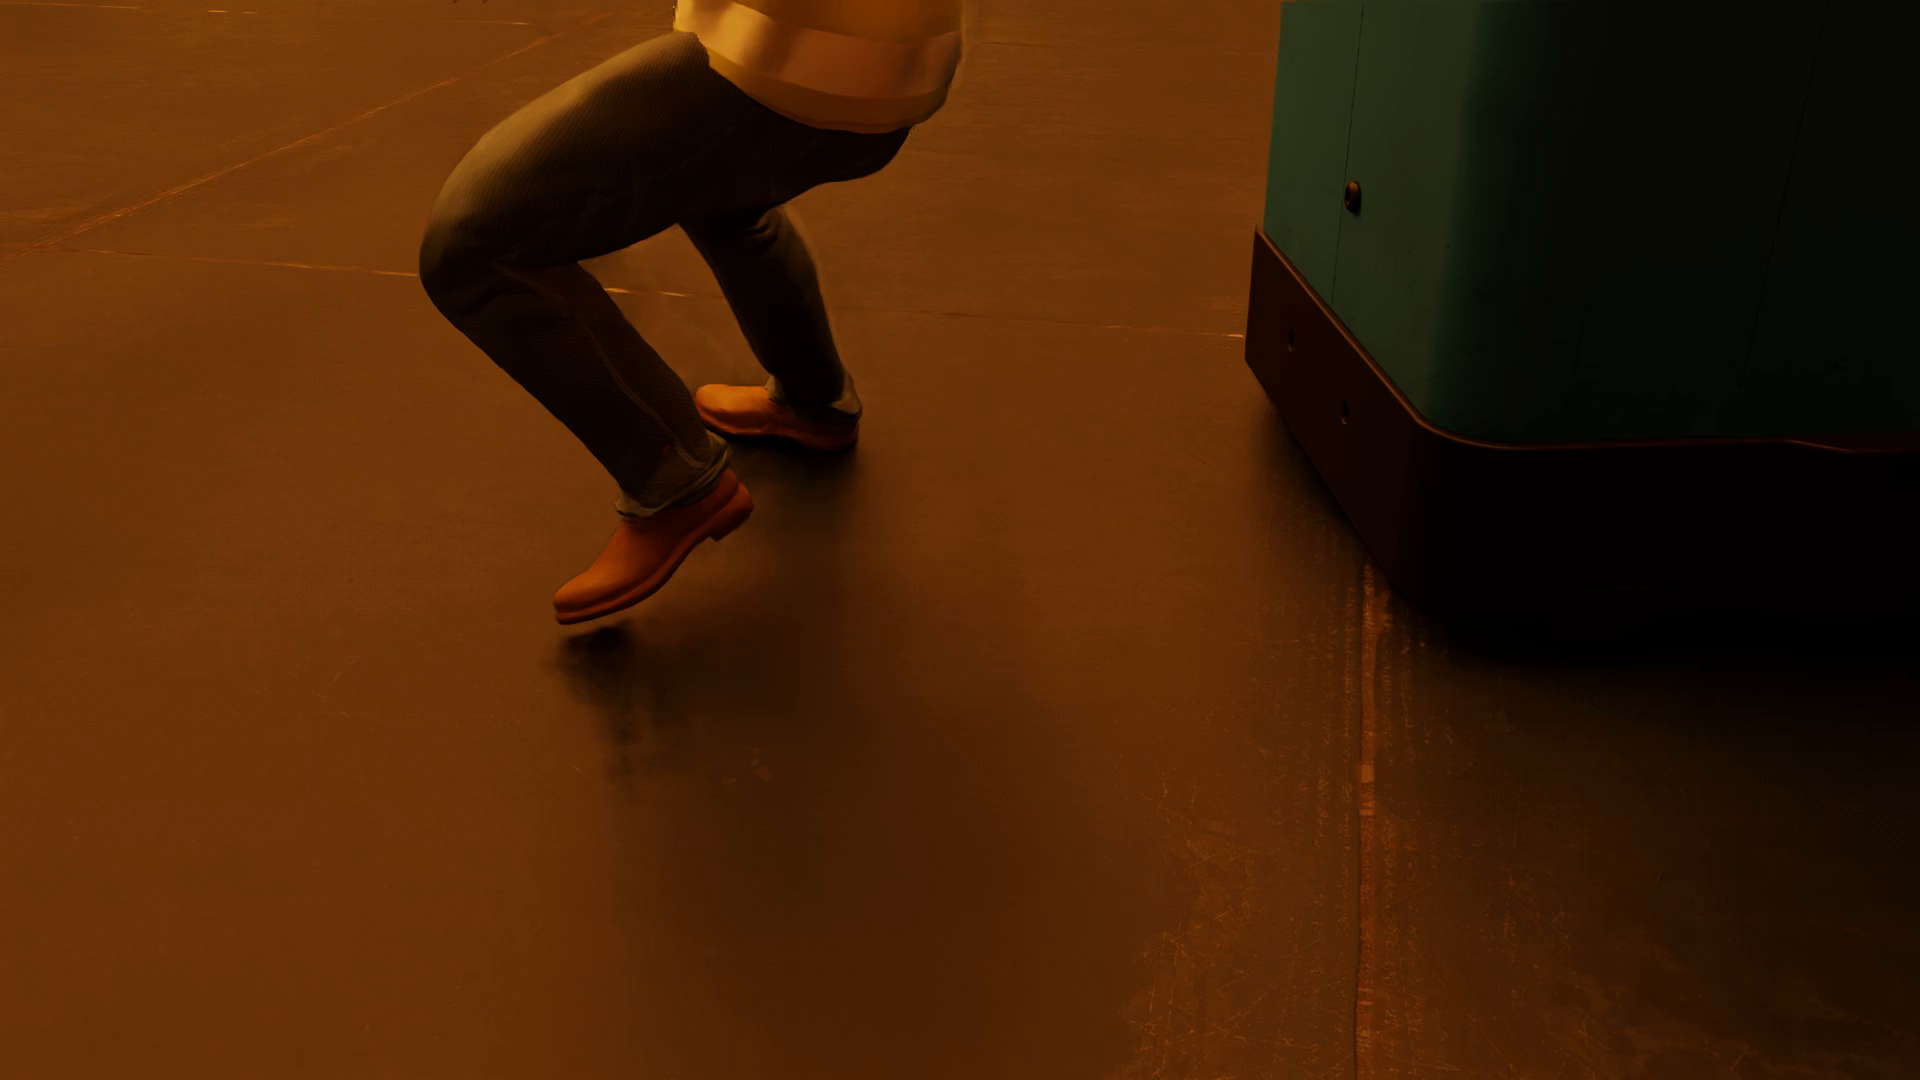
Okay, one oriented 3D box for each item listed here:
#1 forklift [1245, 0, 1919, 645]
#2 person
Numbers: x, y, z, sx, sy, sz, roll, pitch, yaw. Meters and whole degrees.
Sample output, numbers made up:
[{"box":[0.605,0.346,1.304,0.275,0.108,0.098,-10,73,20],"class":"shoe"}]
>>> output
[{"box":[2.054,-1.428,2.076,3.031,2.935,1.130,-2,27,-4],"class":"forklift"},{"box":[-0.382,-0.685,2.130,0.782,1.564,0.999,9,28,16],"class":"person"}]
